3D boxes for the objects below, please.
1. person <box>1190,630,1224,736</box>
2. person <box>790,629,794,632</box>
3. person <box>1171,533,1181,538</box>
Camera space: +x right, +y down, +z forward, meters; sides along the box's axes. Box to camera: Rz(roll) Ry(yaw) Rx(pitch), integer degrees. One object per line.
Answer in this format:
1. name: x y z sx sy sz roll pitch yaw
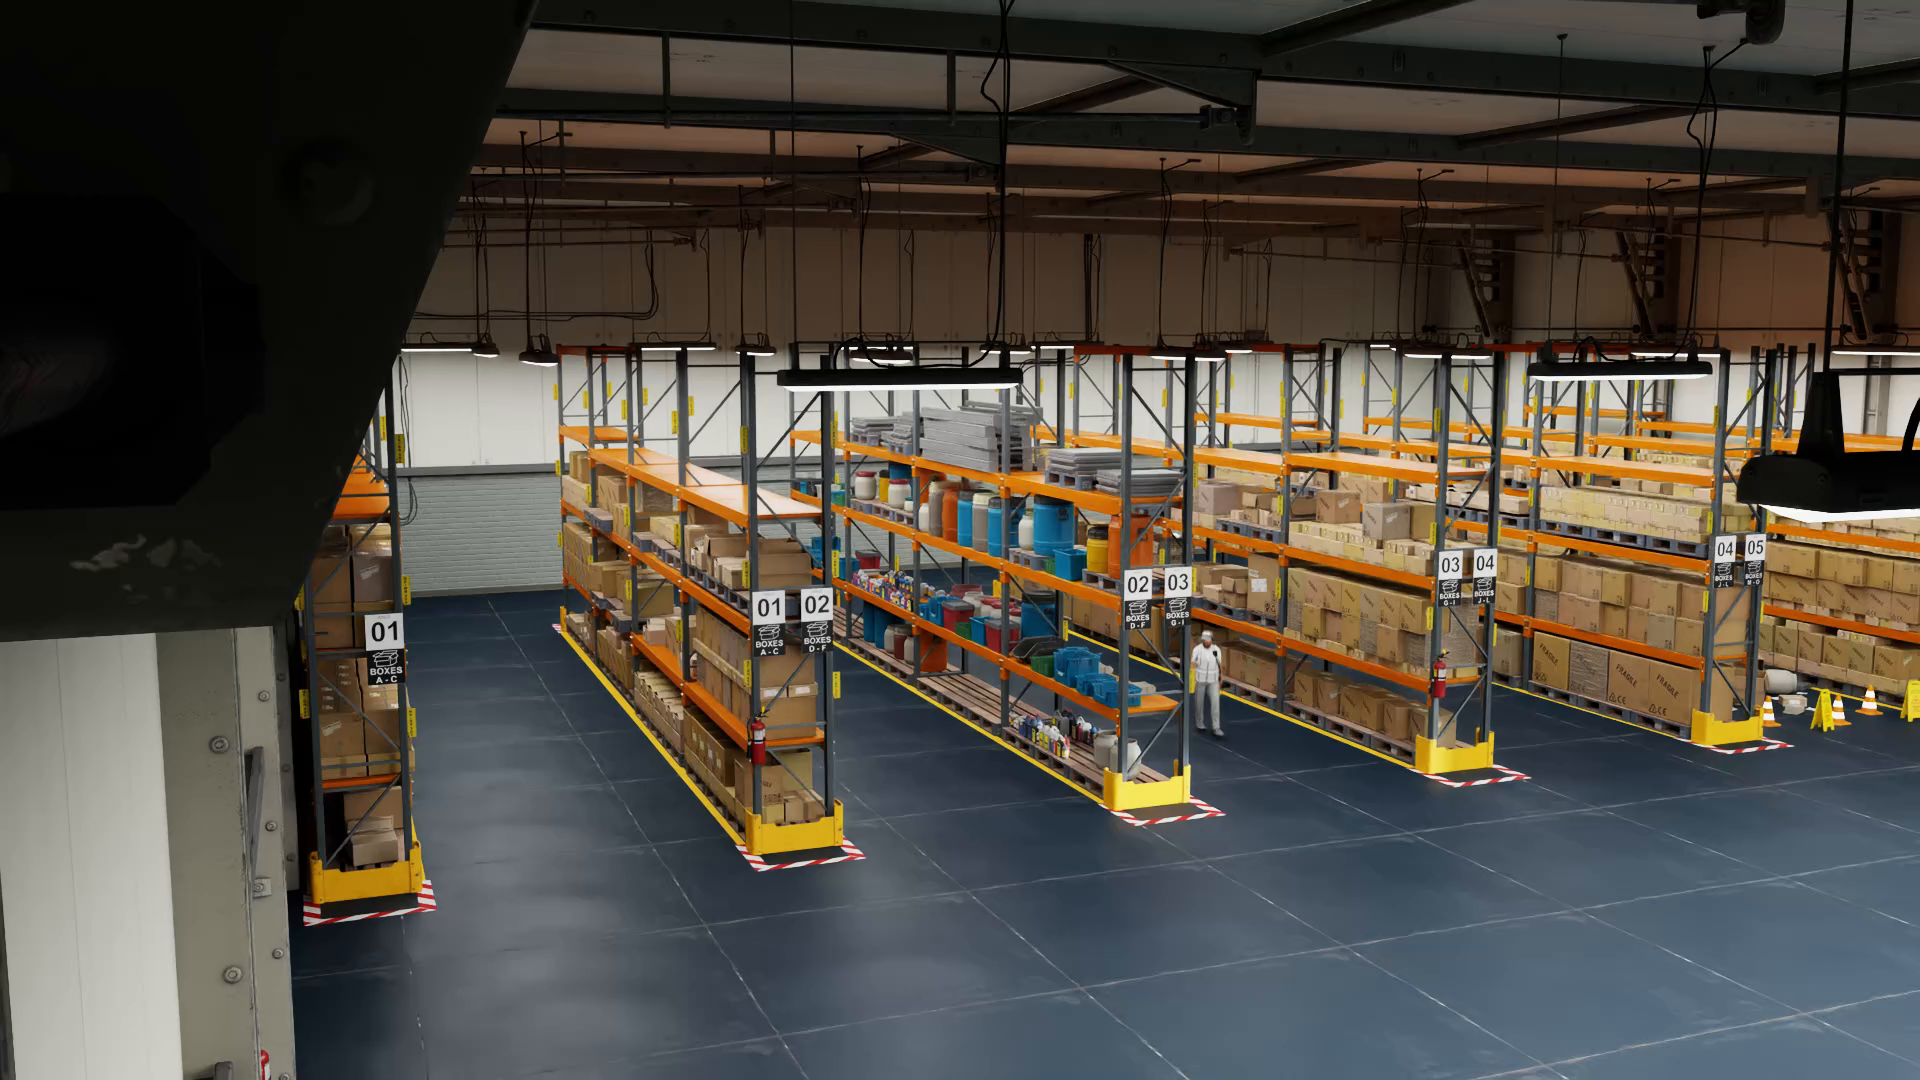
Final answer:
1. person: 3.867 2.218 26.013 0.534 1.611 0.963 1 7 7
2. person: -2.998 1.968 27.699 0.546 1.667 1.039 -2 8 -16
3. person: 4.865 0.726 37.299 0.572 1.772 0.519 -2 7 -14
